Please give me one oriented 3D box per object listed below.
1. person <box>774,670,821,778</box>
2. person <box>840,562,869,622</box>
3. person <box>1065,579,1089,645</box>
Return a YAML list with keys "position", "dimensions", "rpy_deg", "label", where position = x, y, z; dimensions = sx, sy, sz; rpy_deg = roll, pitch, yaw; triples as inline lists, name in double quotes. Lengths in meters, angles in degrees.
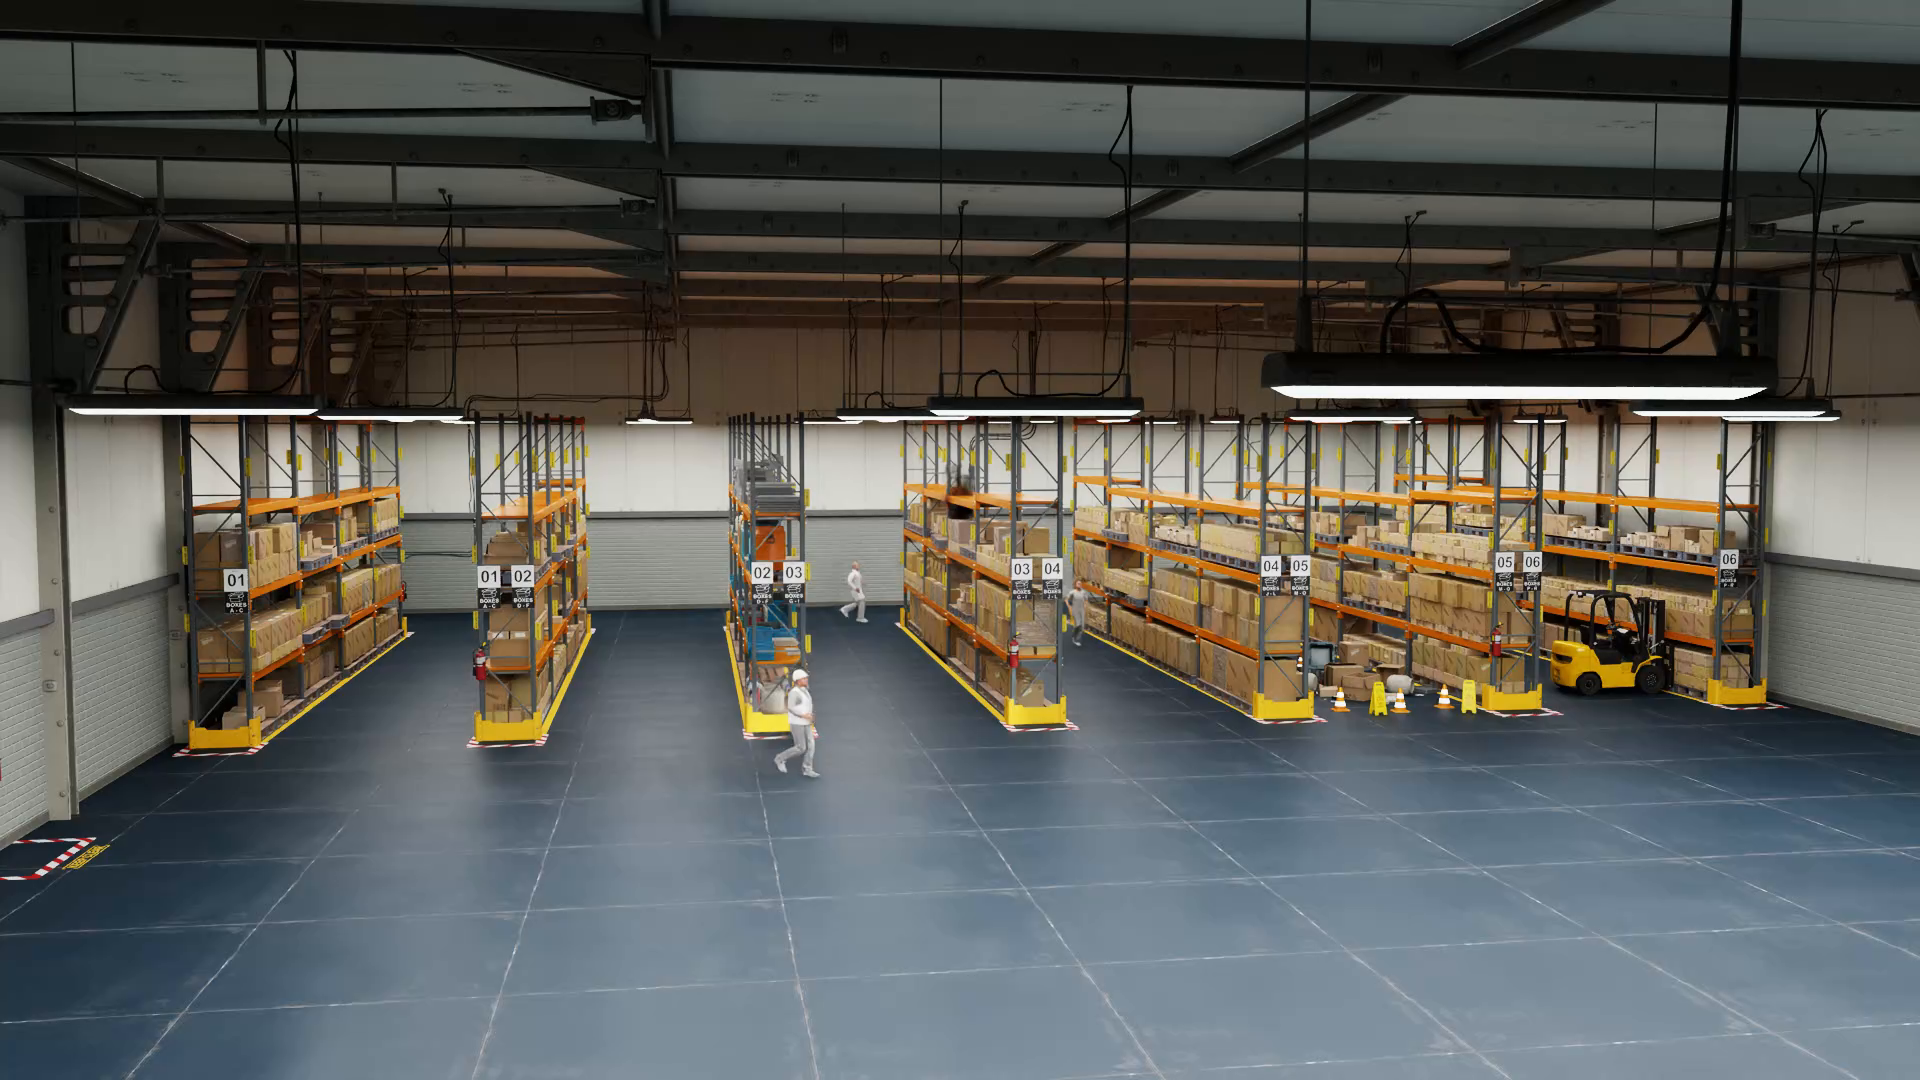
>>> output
- position: [-2.650, 2.999, 27.226]
  dimensions: [0.765, 1.771, 0.684]
  rpy_deg: [1, 4, 15]
  label: "person"
- position: [-3.100, 1.532, 48.871]
  dimensions: [0.844, 1.775, 0.665]
  rpy_deg: [0, 4, 2]
  label: "person"
- position: [2.952, 1.805, 41.355]
  dimensions: [0.566, 1.643, 0.517]
  rpy_deg: [-1, 4, -16]
  label: "person"
